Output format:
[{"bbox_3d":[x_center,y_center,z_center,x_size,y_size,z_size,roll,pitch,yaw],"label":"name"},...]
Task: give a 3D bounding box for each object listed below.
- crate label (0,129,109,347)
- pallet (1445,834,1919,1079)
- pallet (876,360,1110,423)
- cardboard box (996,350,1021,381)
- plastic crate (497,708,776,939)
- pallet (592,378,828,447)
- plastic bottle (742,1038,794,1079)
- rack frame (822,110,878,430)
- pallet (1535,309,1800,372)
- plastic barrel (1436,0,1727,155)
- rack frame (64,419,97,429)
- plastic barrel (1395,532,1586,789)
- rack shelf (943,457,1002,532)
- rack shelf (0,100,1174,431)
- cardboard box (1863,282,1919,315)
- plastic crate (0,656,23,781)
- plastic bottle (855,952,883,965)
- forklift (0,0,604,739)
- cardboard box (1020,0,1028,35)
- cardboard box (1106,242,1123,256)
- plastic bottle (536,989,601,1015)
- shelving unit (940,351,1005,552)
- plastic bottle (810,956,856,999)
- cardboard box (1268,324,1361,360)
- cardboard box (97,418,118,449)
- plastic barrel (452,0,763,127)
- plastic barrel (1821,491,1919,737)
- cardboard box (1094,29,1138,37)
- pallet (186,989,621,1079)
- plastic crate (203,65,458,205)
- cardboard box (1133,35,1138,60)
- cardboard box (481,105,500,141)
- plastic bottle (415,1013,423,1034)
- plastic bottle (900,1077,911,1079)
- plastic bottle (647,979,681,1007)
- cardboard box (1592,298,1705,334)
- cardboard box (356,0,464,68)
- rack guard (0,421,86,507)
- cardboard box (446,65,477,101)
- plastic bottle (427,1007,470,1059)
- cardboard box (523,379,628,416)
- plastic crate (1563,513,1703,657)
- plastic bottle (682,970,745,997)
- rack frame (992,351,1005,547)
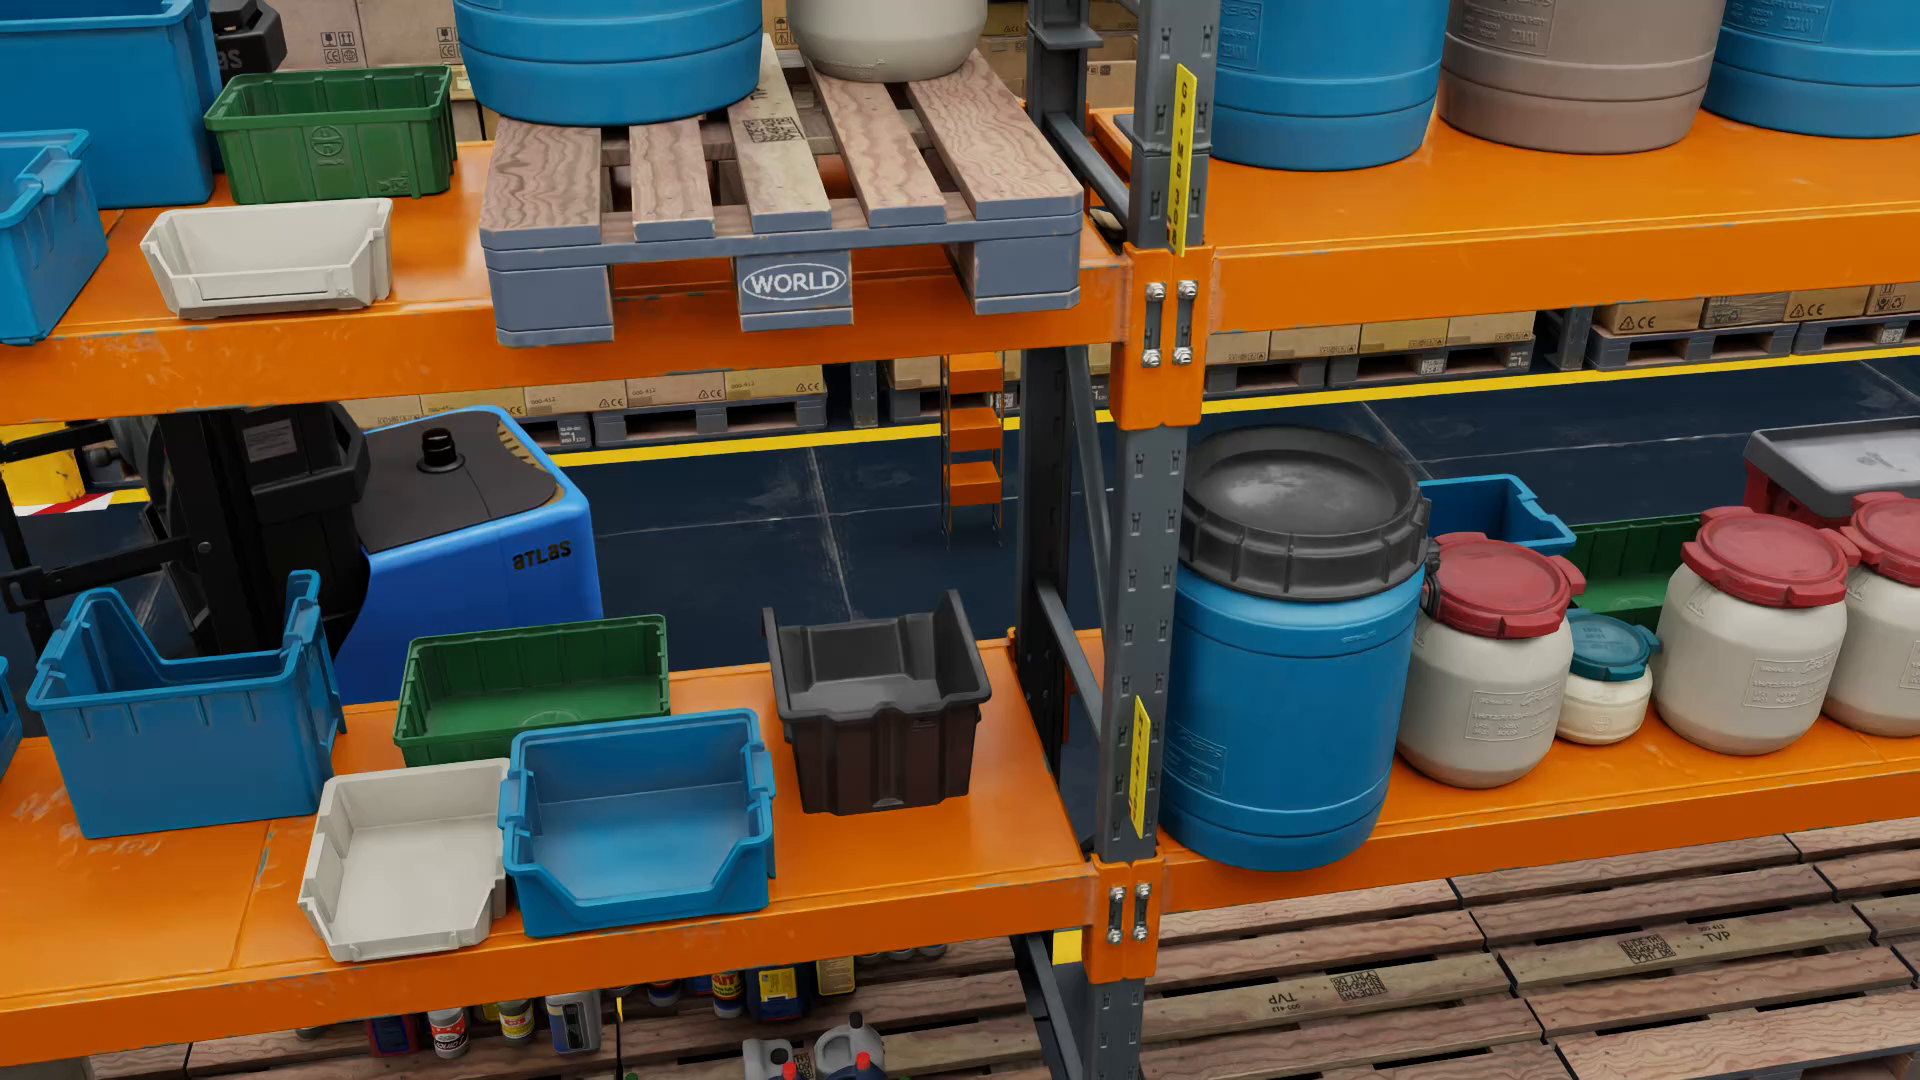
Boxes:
[{"bbox_3d":[-1.728,-0.524,2.869,0.408,0.251,0.502,-5,31,-9],"label":"crate label"},{"bbox_3d":[2.274,1.344,5.256,1.213,0.211,1.003,-5,31,-9],"label":"pallet"},{"bbox_3d":[0.135,-1.008,9.257,1.213,0.211,1.003,-5,31,-9],"label":"pallet"},{"bbox_3d":[0.362,-1.079,8.924,0.500,0.250,0.500,-5,31,-8],"label":"cardboard box"},{"bbox_3d":[-0.734,0.647,3.837,0.616,0.251,0.499,-5,31,-9],"label":"plastic crate"},{"bbox_3d":[-1.372,-0.870,9.021,1.213,0.211,1.003,-5,31,-9],"label":"pallet"},{"bbox_3d":[-0.516,1.479,4.528,0.135,0.276,0.152,-5,31,-9],"label":"plastic bottle"},{"bbox_3d":[-0.582,-2.124,8.402,0.127,3.000,1.000,-5,31,-9],"label":"rack frame"},{"bbox_3d":[4.093,-1.336,9.814,1.213,0.211,1.003,-5,31,-9],"label":"pallet"},{"bbox_3d":[1.411,-1.377,3.679,0.600,0.901,0.600,0,30,0],"label":"plastic barrel"},{"bbox_3d":[-4.517,-1.759,7.781,0.127,3.000,1.000,-5,31,-9],"label":"rack frame"},{"bbox_3d":[1.287,0.310,4.130,0.433,0.535,0.433,0,30,0],"label":"plastic barrel"},{"bbox_3d":[0.053,-0.209,7.638,0.240,0.259,0.215,-5,31,-9],"label":"rack shelf"},{"bbox_3d":[-1.661,-0.454,3.313,4.000,0.370,1.077,-5,31,-9],"label":"rack shelf"},{"bbox_3d":[5.372,-1.644,9.619,0.500,0.500,0.500,-6,31,-11],"label":"cardboard box"},{"bbox_3d":[-2.550,0.524,4.046,0.408,0.251,0.499,-5,31,-9],"label":"plastic crate"},{"bbox_3d":[-0.286,1.192,5.090,0.097,0.201,0.097,0,30,0],"label":"plastic bottle"},{"bbox_3d":[-2.824,-0.284,5.341,3.031,2.935,1.130,-18,35,-28],"label":"forklift"},{"bbox_3d":[0.680,-4.232,13.280,0.500,0.250,0.500,-5,31,-9],"label":"cardboard box"},{"bbox_3d":[0.871,-1.366,8.858,0.500,0.311,0.500,-6,31,-11],"label":"cardboard box"},{"bbox_3d":[-1.167,1.221,4.893,0.185,0.351,0.144,-6,31,-9],"label":"plastic bottle"},{"bbox_3d":[0.053,-0.457,7.492,0.252,1.050,0.215,-5,31,-9],"label":"shelving unit"},{"bbox_3d":[-0.380,1.234,4.937,0.133,0.283,0.061,-5,31,-9],"label":"plastic bottle"},{"bbox_3d":[1.877,-1.222,9.167,0.500,0.250,0.500,-5,31,-8],"label":"cardboard box"},{"bbox_3d":[-3.949,-0.692,8.266,0.500,0.250,0.500,-5,31,-9],"label":"cardboard box"},{"bbox_3d":[-0.692,-1.306,3.144,0.708,0.901,0.600,-5,31,-9],"label":"plastic barrel"},{"bbox_3d":[2.434,0.203,4.311,0.433,0.535,0.433,0,30,0],"label":"plastic barrel"},{"bbox_3d":[1.230,-3.990,13.608,0.500,0.500,0.700,-5,31,-9],"label":"cardboard box"},{"bbox_3d":[-1.565,1.702,4.647,1.213,0.211,1.003,-5,31,-9],"label":"pallet"},{"bbox_3d":[-1.295,-0.847,3.481,0.450,0.188,0.336,-5,31,-9],"label":"plastic crate"},{"bbox_3d":[1.187,-2.323,8.642,0.500,0.500,0.500,-5,31,-9],"label":"cardboard box"},{"bbox_3d":[-2.030,-2.028,8.141,0.500,0.500,0.700,-5,31,-8],"label":"cardboard box"},{"bbox_3d":[-1.648,1.300,4.832,0.135,0.276,0.152,-5,31,-9],"label":"plastic bottle"},{"bbox_3d":[-0.108,1.536,4.424,0.133,0.283,0.061,-4,31,-6],"label":"plastic bottle"},{"bbox_3d":[-0.886,1.249,4.924,0.097,0.271,0.097,0,30,0],"label":"plastic bottle"},{"bbox_3d":[3.851,-1.500,9.374,0.500,0.500,0.500,-4,31,-7],"label":"cardboard box"},{"bbox_3d":[-2.499,-2.545,7.740,0.500,0.500,0.700,-5,31,-9],"label":"cardboard box"},{"bbox_3d":[-4.541,-0.679,8.411,0.348,0.500,1.175,-5,31,-9],"label":"rack guard"},{"bbox_3d":[-2.321,-2.174,7.749,0.250,0.149,0.380,-4,31,-7],"label":"cardboard box"},{"bbox_3d":[-1.471,1.380,4.770,0.097,0.201,0.097,0,30,0],"label":"plastic bottle"},{"bbox_3d":[-1.982,-0.874,8.576,0.500,0.250,0.500,-5,31,-9],"label":"cardboard box"},{"bbox_3d":[1.968,0.138,4.765,0.662,0.188,0.450,-5,31,-9],"label":"plastic crate"},{"bbox_3d":[-0.748,1.183,4.959,0.185,0.351,0.144,-7,31,-11],"label":"plastic bottle"},{"bbox_3d":[0.173,-0.469,7.511,0.008,1.050,0.200,-5,31,-9],"label":"rack frame"}]
